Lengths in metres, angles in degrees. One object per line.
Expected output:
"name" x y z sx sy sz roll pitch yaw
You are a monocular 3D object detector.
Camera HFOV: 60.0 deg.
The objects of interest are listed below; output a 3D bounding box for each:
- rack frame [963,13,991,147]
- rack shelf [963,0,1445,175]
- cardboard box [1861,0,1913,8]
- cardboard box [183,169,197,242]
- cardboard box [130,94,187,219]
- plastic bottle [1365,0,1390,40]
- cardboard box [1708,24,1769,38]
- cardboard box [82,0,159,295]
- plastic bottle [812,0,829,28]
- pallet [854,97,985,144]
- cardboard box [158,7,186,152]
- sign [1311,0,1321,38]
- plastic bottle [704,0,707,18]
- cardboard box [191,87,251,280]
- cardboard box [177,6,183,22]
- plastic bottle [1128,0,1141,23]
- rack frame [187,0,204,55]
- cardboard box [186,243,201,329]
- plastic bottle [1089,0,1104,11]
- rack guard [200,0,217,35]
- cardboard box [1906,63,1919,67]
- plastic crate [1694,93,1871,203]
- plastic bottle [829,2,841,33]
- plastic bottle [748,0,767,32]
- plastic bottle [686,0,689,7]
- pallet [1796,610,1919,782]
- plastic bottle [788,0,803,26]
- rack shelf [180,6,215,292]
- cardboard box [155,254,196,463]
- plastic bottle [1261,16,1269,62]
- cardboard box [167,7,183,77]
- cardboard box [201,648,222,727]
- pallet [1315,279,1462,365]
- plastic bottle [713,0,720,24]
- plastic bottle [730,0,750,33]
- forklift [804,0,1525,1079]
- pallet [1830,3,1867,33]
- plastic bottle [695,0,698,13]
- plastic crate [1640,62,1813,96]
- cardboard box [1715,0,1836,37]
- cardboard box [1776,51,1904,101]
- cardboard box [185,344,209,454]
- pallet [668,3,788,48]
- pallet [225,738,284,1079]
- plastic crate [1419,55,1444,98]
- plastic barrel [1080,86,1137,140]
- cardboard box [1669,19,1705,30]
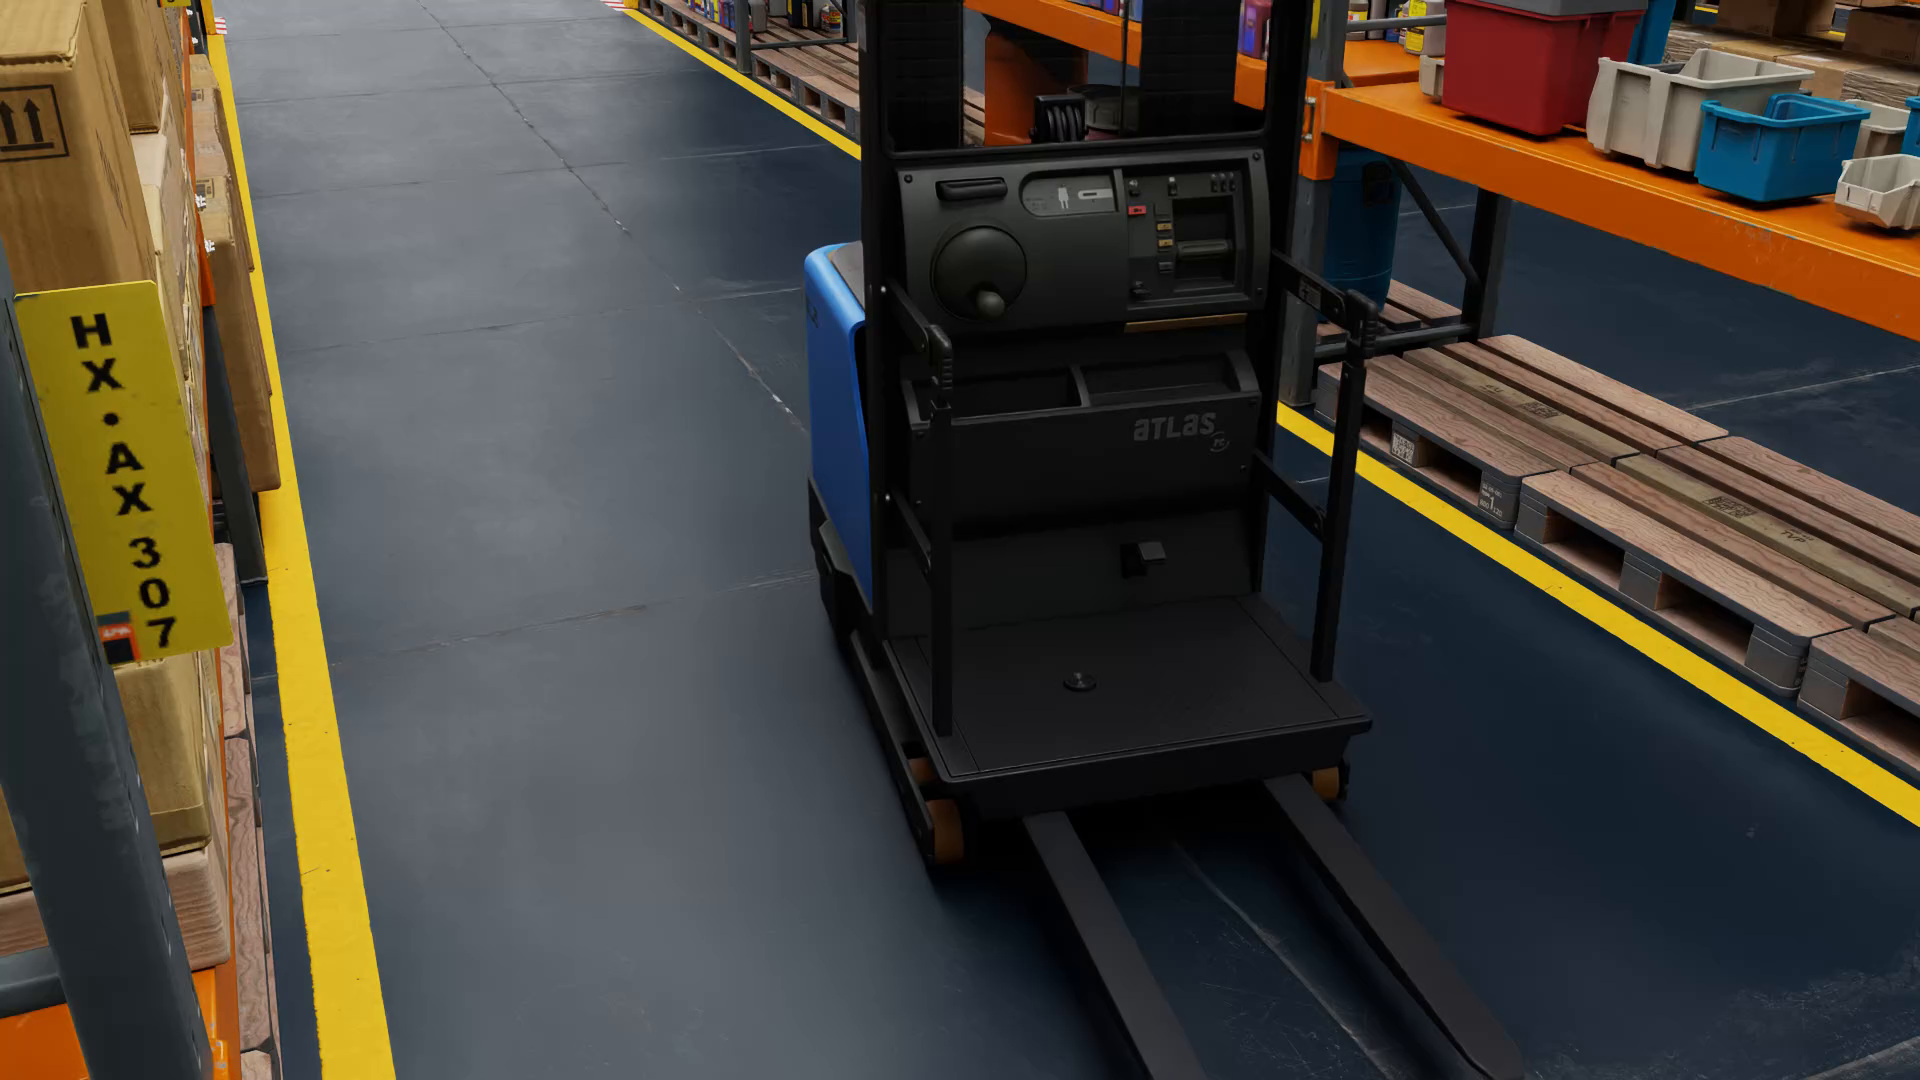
"rack frame" 0.237 -3.611 9.727 1.000 3.000 0.127 -11 28 -21
"rack shelf" 1.020 -2.481 8.232 1.077 0.370 4.000 -11 28 -21
"cardboard box" 8.707 -5.093 15.110 0.700 0.500 0.500 -11 28 -21
"cardboard box" -2.232 -0.862 4.382 0.380 0.149 0.250 -10 28 -20
"cardboard box" -2.135 -0.870 3.945 0.500 0.250 0.500 -10 28 -19
"plastic bottle" 1.829 -2.341 7.267 0.152 0.276 0.135 -11 28 -21
"cardboard box" 5.378 -3.198 11.229 0.500 0.500 0.500 -9 28 -19
"cardboard box" -1.532 -0.584 2.504 0.500 0.500 0.500 -11 28 -22
"plastic bottle" -1.203 -4.530 14.211 0.152 0.276 0.135 -10 28 -19
"pallet" -0.031 -2.678 10.993 1.003 0.211 1.213 -11 28 -21
"cardboard box" -2.704 -1.419 5.123 0.500 0.500 0.500 -10 28 -20
"sign" 1.296 -2.027 6.167 0.100 0.325 0.005 -11 28 -21
"plastic bottle" -2.220 -4.766 14.702 0.097 0.271 0.097 0 26 0
"cardboard box" -3.728 -1.351 7.041 1.225 0.875 0.875 -10 28 -20
"cardboard box" -3.899 -2.648 7.642 0.500 0.500 0.500 -10 28 -19
"plastic bottle" 0.867 -2.543 7.681 0.152 0.276 0.135 -11 28 -21
"rack frame" -5.887 -4.375 11.292 1.000 3.000 0.127 -11 28 -21
"cardboard box" -1.930 -0.550 3.745 0.380 0.149 0.250 -10 28 -20
"plastic bottle" 0.711 -2.734 7.986 0.144 0.351 0.185 -11 28 -21
"rack guard" -7.424 -4.836 15.085 1.175 0.500 0.348 -11 28 -21
"cardboard box" 5.989 -2.574 9.951 0.500 0.500 0.500 -10 28 -20
"plastic crate" 2.329 -1.118 4.744 0.416 0.233 0.300 -11 28 -21
"plastic bottle" -1.051 -4.402 13.955 0.097 0.271 0.097 0 26 0
"plastic bottle" -1.715 -4.469 14.001 0.144 0.351 0.185 -11 28 -21
"plastic bottle" -2.473 -5.027 15.235 0.097 0.271 0.097 0 26 0
"pallet" 3.082 0.532 4.420 1.003 0.211 1.213 -11 28 -21
"plastic bottle" -1.397 -4.606 14.282 0.144 0.351 0.185 -11 28 -21
"rack shelf" -3.537 -1.629 6.489 1.077 0.370 4.000 -11 28 -21
"cardboard box" -1.530 -0.249 2.673 0.500 0.250 0.500 -12 28 -22
"plastic bottle" 1.281 -2.053 6.762 0.097 0.201 0.097 0 26 0
"cardboard box" -3.305 -2.032 6.378 0.500 0.500 0.500 -10 28 -20
"cardboard box" -1.226 0.176 2.258 0.380 0.149 0.250 -11 28 -22
"pallet" 1.539 -1.062 7.684 1.003 0.211 1.213 -11 28 -21
"plastic bottle" -2.049 -4.652 14.376 0.144 0.351 0.185 -11 28 -21
"plastic bottle" -1.847 -4.444 13.950 0.144 0.351 0.185 -11 28 -22
"forklift" 0.367 -0.702 3.848 1.130 2.935 3.031 -7 27 -13
"pallet" 8.574 -4.868 15.479 1.003 0.211 1.213 -11 28 -21
"plastic bottle" -2.339 -4.889 14.952 0.097 0.271 0.097 0 26 0
"plastic crate" 2.489 -1.494 5.636 0.437 0.125 0.590 -11 28 -21
"cardboard box" 5.404 -3.513 11.019 0.500 0.250 0.500 -9 28 -19
"cardboard box" 5.322 -2.679 10.165 0.500 0.500 0.500 -12 28 -22
"cardboard box" -1.627 -0.238 3.106 0.380 0.149 0.250 -11 28 -22
"pallet" -2.036 -4.744 15.227 1.003 0.211 1.213 -11 28 -21
"pallet" -2.047 0.921 3.622 1.003 0.211 1.213 -11 28 -21
"plastic crate" 1.854 -1.692 6.030 0.396 0.136 0.243 -11 28 -21
"plastic barrel" 0.886 -2.066 8.832 0.600 0.588 0.708 -11 28 -21
"cardboard box" 4.711 -3.302 11.442 0.500 0.500 0.500 -9 28 -18
